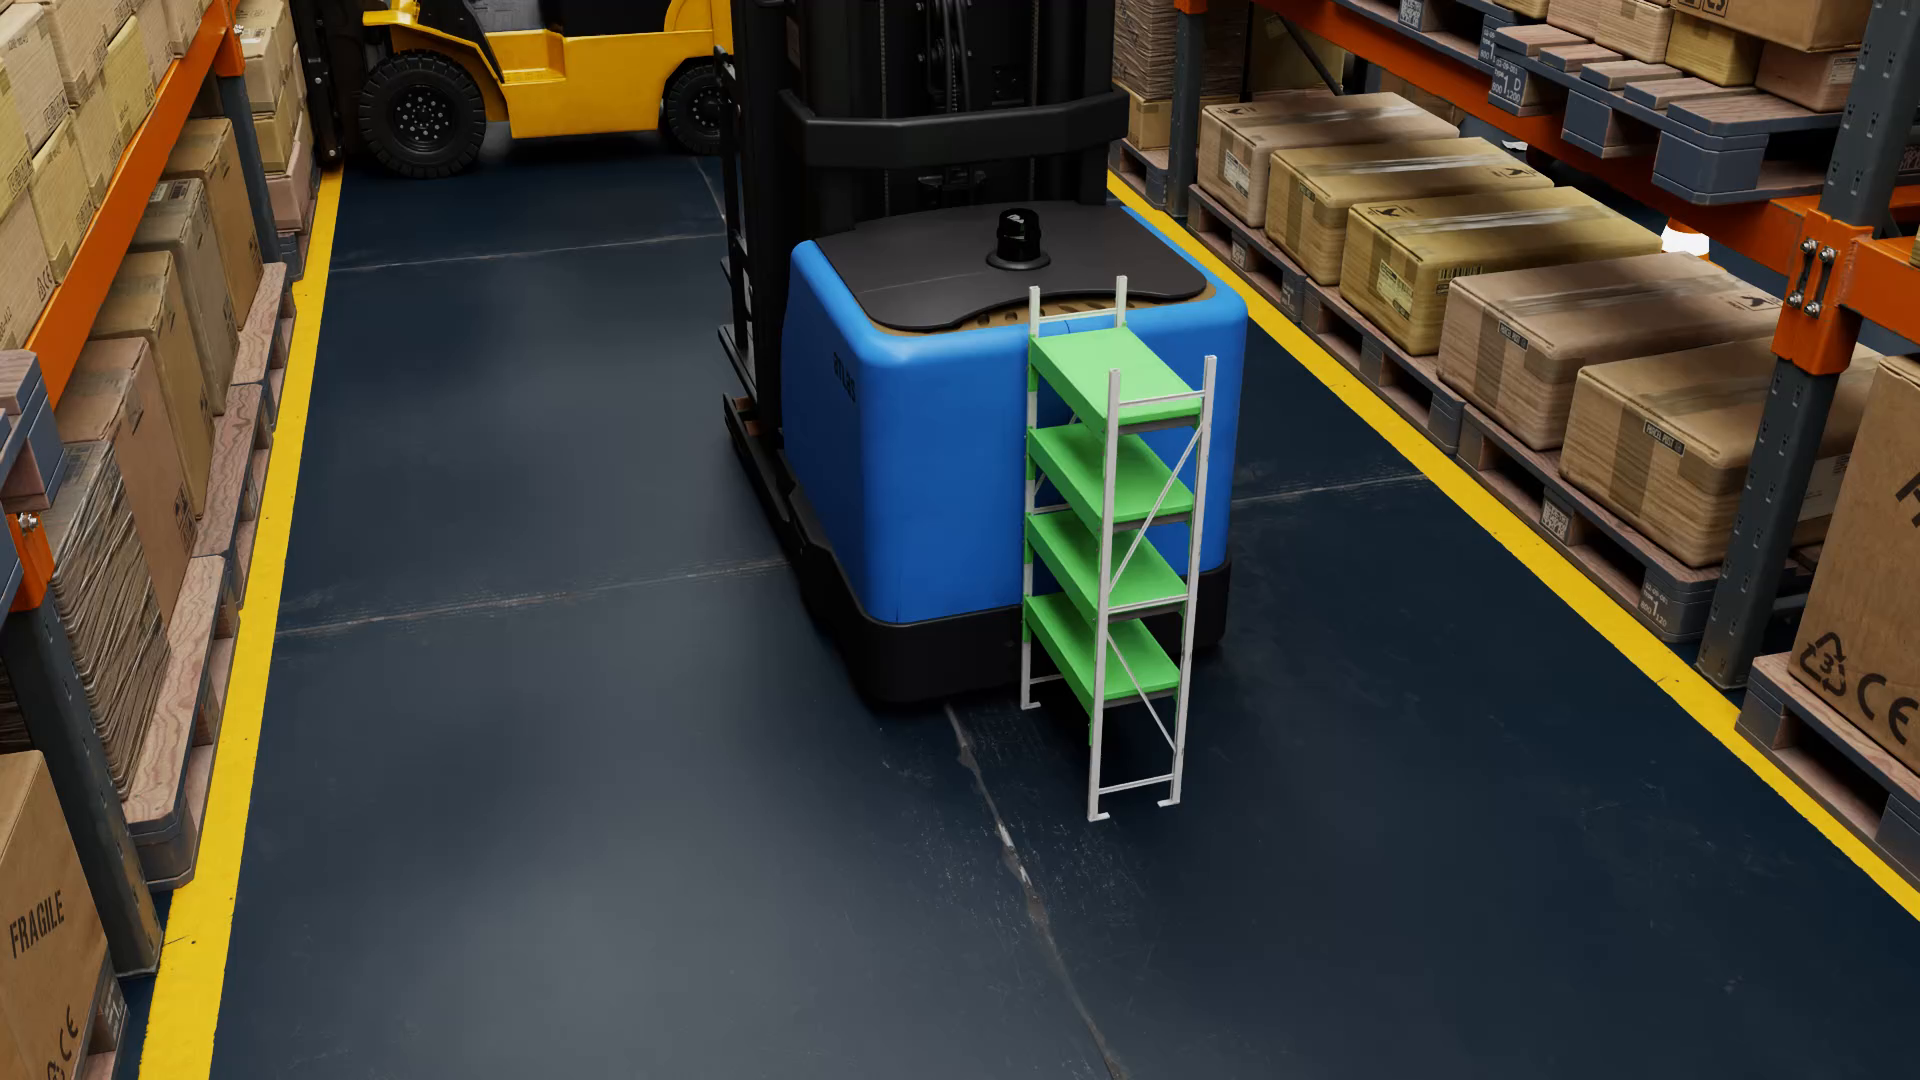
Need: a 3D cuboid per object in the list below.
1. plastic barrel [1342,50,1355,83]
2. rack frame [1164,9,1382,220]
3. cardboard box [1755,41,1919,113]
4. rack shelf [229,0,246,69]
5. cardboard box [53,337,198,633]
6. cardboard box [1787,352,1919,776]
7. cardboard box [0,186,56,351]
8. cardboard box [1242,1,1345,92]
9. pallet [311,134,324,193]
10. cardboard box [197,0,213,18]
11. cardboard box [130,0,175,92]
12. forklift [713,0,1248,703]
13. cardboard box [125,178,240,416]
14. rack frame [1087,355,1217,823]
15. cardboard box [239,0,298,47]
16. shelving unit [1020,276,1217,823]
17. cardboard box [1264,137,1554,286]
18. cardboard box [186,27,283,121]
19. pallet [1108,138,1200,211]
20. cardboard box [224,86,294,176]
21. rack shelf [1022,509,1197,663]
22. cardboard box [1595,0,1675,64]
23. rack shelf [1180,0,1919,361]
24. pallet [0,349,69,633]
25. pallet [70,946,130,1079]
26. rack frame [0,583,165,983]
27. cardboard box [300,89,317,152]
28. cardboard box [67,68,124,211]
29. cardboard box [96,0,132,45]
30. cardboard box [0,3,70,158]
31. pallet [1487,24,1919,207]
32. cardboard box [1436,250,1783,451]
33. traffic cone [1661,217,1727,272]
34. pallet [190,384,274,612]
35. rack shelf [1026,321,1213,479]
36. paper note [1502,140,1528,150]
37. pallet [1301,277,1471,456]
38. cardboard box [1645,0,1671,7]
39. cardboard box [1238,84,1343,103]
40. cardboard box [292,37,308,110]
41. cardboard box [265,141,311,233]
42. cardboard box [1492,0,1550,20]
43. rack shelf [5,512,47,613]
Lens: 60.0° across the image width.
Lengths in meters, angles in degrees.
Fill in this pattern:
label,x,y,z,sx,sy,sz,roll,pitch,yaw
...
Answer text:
label,x,y,z,sx,sy,sz,roll,pitch,yaw
plastic barrel,2.425,-2.929,9.888,0.512,0.421,0.421,13,32,21
rack frame,1.479,-2.909,7.281,1.000,3.000,0.127,-8,31,-13
cardboard box,2.227,-1.177,4.121,0.380,0.149,0.250,-7,31,-11
rack shelf,-3.837,-2.902,7.987,1.077,0.370,4.000,-8,31,-13
cardboard box,-2.577,-0.087,4.357,0.875,0.625,0.625,-7,31,-12
cardboard box,2.644,0.106,3.775,0.875,0.875,0.875,-8,31,-14
cardboard box,-2.126,-0.497,3.264,0.500,0.250,0.500,-8,31,-13
cardboard box,1.583,-2.546,8.231,0.500,0.500,0.500,-6,31,-11
pallet,-3.804,-2.020,8.529,1.003,0.211,1.213,-8,31,-13
cardboard box,-2.920,-1.973,5.815,0.500,0.250,0.500,-7,31,-12
cardboard box,-2.679,-1.487,4.975,0.500,0.250,0.500,-8,31,-13
forklift,-0.191,-1.567,5.031,1.130,2.935,3.031,-9,31,-15
cardboard box,-2.958,-0.775,5.545,0.875,0.625,0.625,-8,31,-14
rack frame,0.428,0.148,3.796,0.240,1.200,0.015,-9,31,-15
cardboard box,-3.401,-2.434,7.788,0.500,0.250,0.500,-7,31,-12
shelving unit,0.353,0.032,3.997,0.258,1.200,0.503,-9,31,-15
cardboard box,1.815,-1.353,6.798,0.950,0.372,0.625,-6,31,-10
cardboard box,-3.132,-1.947,6.947,0.500,0.250,0.500,-8,31,-14
pallet,1.267,-2.022,8.532,1.003,0.211,1.213,-8,31,-13
cardboard box,-3.136,-1.730,7.071,0.500,0.250,0.500,-8,31,-14
rack shelf,0.353,0.087,4.029,0.258,0.148,0.480,-9,31,-15
cardboard box,1.976,-1.412,4.528,0.380,0.149,0.250,-8,31,-14
rack shelf,2.010,-1.631,5.792,1.077,0.370,4.000,-8,31,-13
pallet,-1.996,0.086,2.299,1.213,0.211,1.003,-8,31,-13
pallet,-2.082,1.257,2.867,1.003,0.211,1.213,-8,31,-13
rack frame,-2.244,-0.315,2.800,1.000,3.000,0.127,-8,31,-13
cardboard box,-3.416,-2.006,8.046,0.500,0.250,0.500,-7,31,-12
cardboard box,-2.398,-0.988,4.113,0.500,0.250,0.500,-9,31,-15
cardboard box,-2.539,-1.454,4.418,0.500,0.250,0.500,-7,31,-13
cardboard box,-2.258,-0.955,3.557,0.500,0.250,0.500,-7,31,-12
pallet,2.249,-1.224,4.562,1.213,0.211,1.003,-8,31,-13
cardboard box,2.197,-0.651,5.584,0.950,0.372,0.625,-8,31,-14
traffic cone,3.158,-1.398,7.203,0.336,0.463,0.334,-8,31,-13
pallet,-2.745,-0.099,5.211,1.003,0.211,1.213,-8,31,-13
rack shelf,0.353,-0.328,3.789,0.258,0.148,0.480,-9,31,-15
paper note,2.983,-2.107,8.859,0.148,0.019,0.142,-8,31,-13
pallet,2.014,-0.736,6.310,1.003,0.211,1.213,-8,31,-13
cardboard box,2.004,-1.761,4.483,0.500,0.500,0.500,-8,31,-14
cardboard box,1.583,-2.221,8.419,0.500,0.250,0.500,-9,31,-16
cardboard box,-3.394,-2.217,7.913,0.500,0.250,0.500,-8,31,-14
cardboard box,-3.115,-1.516,7.201,0.500,0.250,0.500,-8,31,-13
cardboard box,1.830,-1.666,4.966,0.380,0.149,0.250,-7,31,-12
rack shelf,-1.713,0.962,1.311,1.077,0.370,4.000,-8,31,-13
